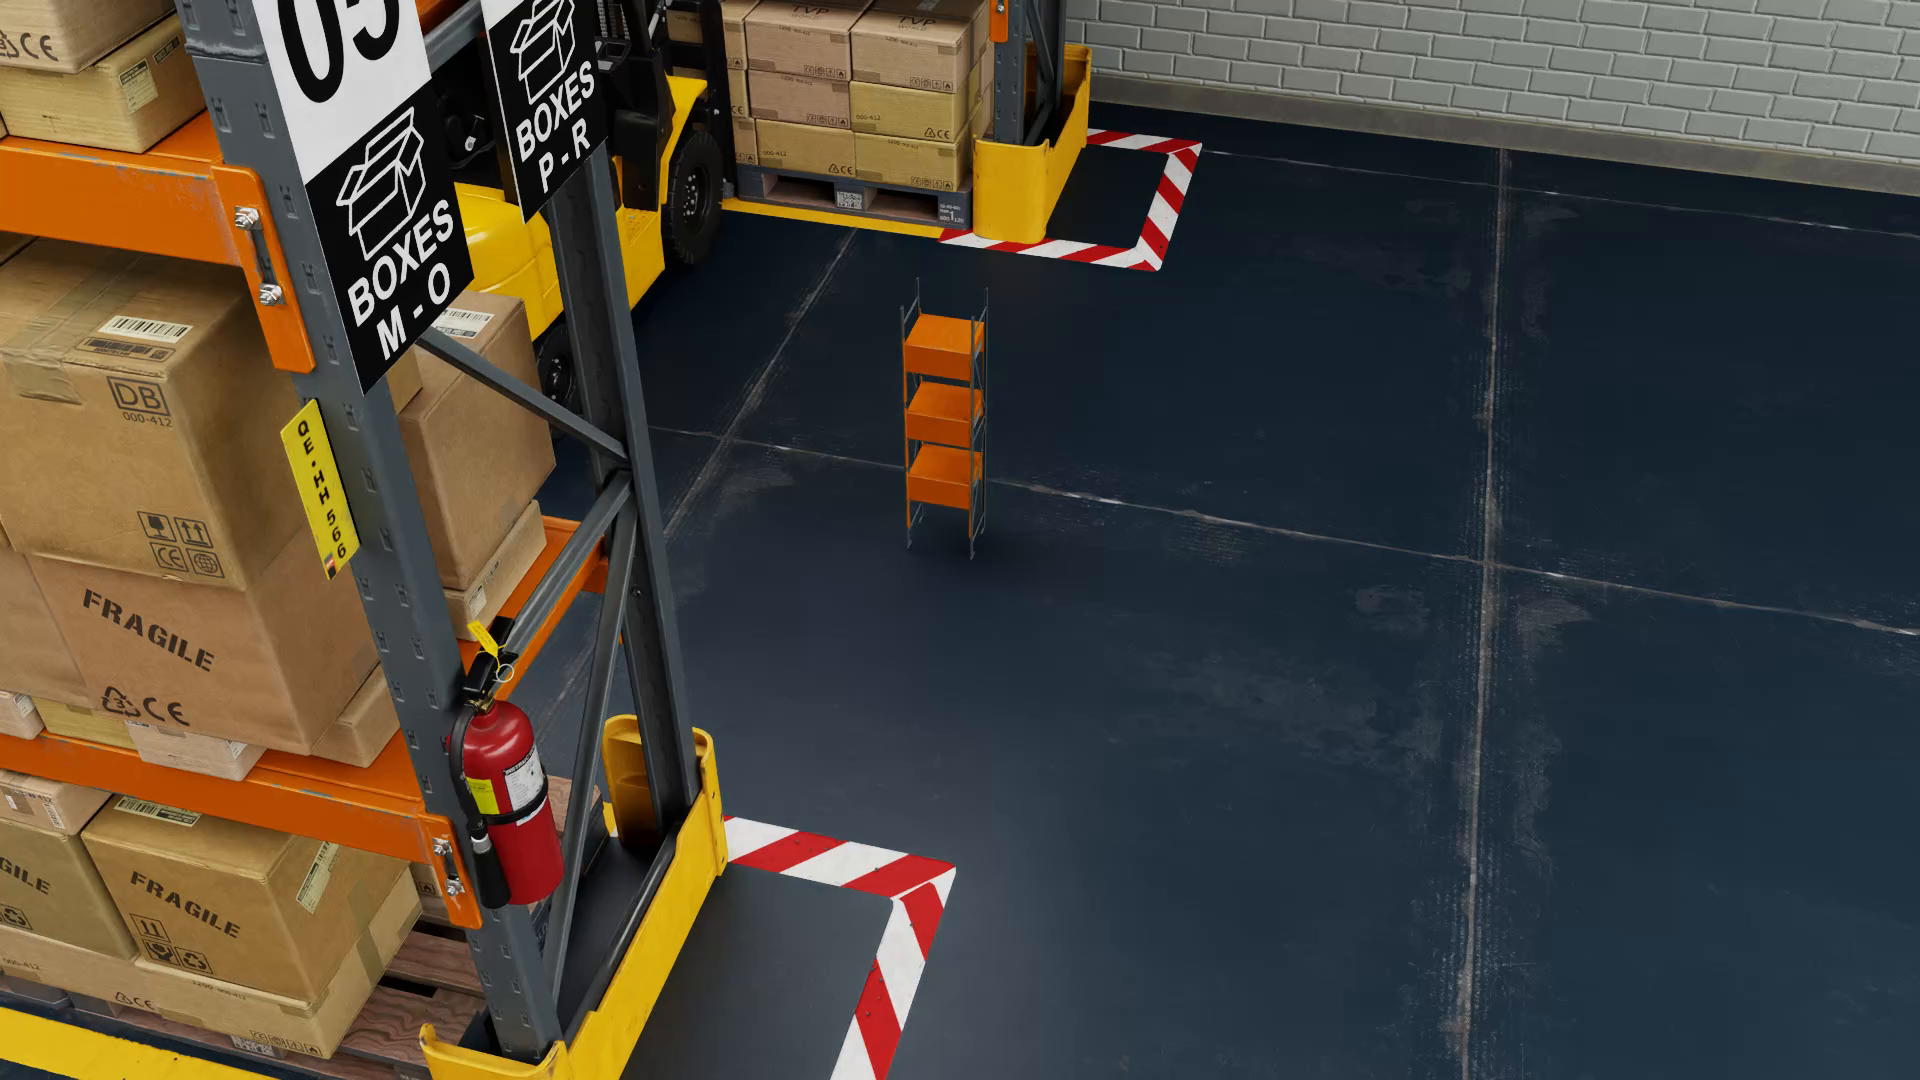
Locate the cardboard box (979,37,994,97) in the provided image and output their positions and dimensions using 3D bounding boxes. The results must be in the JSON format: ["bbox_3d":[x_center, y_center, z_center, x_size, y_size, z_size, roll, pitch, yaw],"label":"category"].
[{"bbox_3d":[-0.060,-2.451,8.259,0.500,0.250,0.500,10,41,12],"label":"cardboard box"}]

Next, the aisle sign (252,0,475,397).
[{"bbox_3d":[-0.954,-0.665,2.688,0.004,0.787,0.394,10,41,11],"label":"aisle sign"}]

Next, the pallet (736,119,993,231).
[{"bbox_3d":[-0.409,-1.978,8.441,1.213,0.211,1.003,10,41,11],"label":"pallet"}]

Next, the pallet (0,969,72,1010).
[{"bbox_3d":[-2.962,0.834,5.093,1.213,0.211,1.003,10,41,11],"label":"pallet"}]

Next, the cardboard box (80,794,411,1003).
[{"bbox_3d":[-1.780,0.774,4.225,0.500,0.500,0.500,10,41,12],"label":"cardboard box"}]

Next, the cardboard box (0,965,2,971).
[{"bbox_3d":[-2.794,0.890,4.669,0.500,0.250,0.500,8,41,10],"label":"cardboard box"}]

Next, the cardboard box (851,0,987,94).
[{"bbox_3d":[-0.185,-2.318,7.712,0.500,0.250,0.500,11,41,13],"label":"cardboard box"}]

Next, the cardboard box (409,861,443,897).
[{"bbox_3d":[-1.646,0.726,4.865,0.500,0.250,0.500,9,41,11],"label":"cardboard box"}]

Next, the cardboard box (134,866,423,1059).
[{"bbox_3d":[-1.812,1.061,4.466,0.500,0.250,0.500,10,41,11],"label":"cardboard box"}]

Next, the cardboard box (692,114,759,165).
[{"bbox_3d":[-1.153,-2.112,8.243,0.500,0.250,0.500,10,41,12],"label":"cardboard box"}]

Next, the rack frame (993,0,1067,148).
[{"bbox_3d":[0.341,-2.945,7.424,0.127,3.000,1.000,10,41,11],"label":"rack frame"}]

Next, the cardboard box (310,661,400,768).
[{"bbox_3d":[-1.355,0.307,3.748,0.250,0.149,0.380,11,41,13],"label":"cardboard box"}]

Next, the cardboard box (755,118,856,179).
[{"bbox_3d":[-0.673,-2.023,8.138,0.500,0.250,0.500,10,41,11],"label":"cardboard box"}]

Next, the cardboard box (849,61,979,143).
[{"bbox_3d":[-0.210,-2.131,7.877,0.500,0.250,0.500,9,41,11],"label":"cardboard box"}]

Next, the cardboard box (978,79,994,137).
[{"bbox_3d":[-0.083,-2.256,8.415,0.500,0.250,0.500,10,41,12],"label":"cardboard box"}]

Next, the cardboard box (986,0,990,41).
[{"bbox_3d":[-0.074,-2.633,8.087,0.500,0.250,0.500,9,41,11],"label":"cardboard box"}]

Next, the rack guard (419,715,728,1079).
[{"bbox_3d":[-1.012,1.084,4.570,0.348,0.500,1.175,10,41,11],"label":"rack guard"}]

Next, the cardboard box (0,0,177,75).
[{"bbox_3d":[-1.502,-0.983,2.641,0.500,0.250,0.500,9,41,11],"label":"cardboard box"}]

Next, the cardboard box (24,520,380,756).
[{"bbox_3d":[-1.534,0.069,3.527,0.500,0.500,0.500,9,41,11],"label":"cardboard box"}]

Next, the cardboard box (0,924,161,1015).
[{"bbox_3d":[-2.287,0.974,4.570,0.500,0.250,0.500,10,41,12],"label":"cardboard box"}]

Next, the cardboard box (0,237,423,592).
[{"bbox_3d":[-1.488,-0.345,3.241,0.500,0.500,0.700,9,41,10],"label":"cardboard box"}]

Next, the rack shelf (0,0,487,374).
[{"bbox_3d":[-2.871,-1.066,3.414,4.000,0.370,1.077,10,41,11],"label":"rack shelf"}]

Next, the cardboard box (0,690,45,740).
[{"bbox_3d":[-2.127,0.254,3.811,0.250,0.149,0.380,10,41,12],"label":"cardboard box"}]

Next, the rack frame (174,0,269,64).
[{"bbox_3d":[-0.939,-2.157,1.822,0.127,3.000,1.000,10,41,11],"label":"rack frame"}]

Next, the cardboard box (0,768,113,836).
[{"bbox_3d":[-2.152,0.506,4.039,0.250,0.149,0.380,11,41,13],"label":"cardboard box"}]

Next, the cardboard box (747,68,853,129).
[{"bbox_3d":[-0.692,-2.221,7.985,0.500,0.250,0.500,9,41,11],"label":"cardboard box"}]

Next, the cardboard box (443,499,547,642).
[{"bbox_3d":[-1.213,0.051,4.052,0.250,0.149,0.380,10,41,12],"label":"cardboard box"}]

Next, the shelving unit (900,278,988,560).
[{"bbox_3d":[-0.052,-0.411,5.923,0.252,1.050,0.215,10,41,11],"label":"shelving unit"}]

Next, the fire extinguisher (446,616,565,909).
[{"bbox_3d":[-0.947,0.475,3.412,0.183,0.674,0.296,10,41,11],"label":"fire extinguisher"}]

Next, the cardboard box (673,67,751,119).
[{"bbox_3d":[-1.196,-2.293,8.071,0.500,0.250,0.500,9,41,10],"label":"cardboard box"}]

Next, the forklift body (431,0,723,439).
[{"bbox_3d":[-1.962,-1.801,6.722,1.214,2.155,2.313,10,41,11],"label":"forklift body"}]

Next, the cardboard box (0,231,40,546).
[{"bbox_3d":[-1.975,-0.433,3.347,0.500,0.500,0.700,10,41,12],"label":"cardboard box"}]

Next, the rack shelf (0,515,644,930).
[{"bbox_3d":[-2.871,0.083,4.378,4.000,0.370,1.077,10,41,11],"label":"rack shelf"}]

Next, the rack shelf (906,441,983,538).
[{"bbox_3d":[-0.052,-0.190,6.108,0.240,0.259,0.215,10,41,11],"label":"rack shelf"}]

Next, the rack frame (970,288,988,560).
[{"bbox_3d":[0.066,-0.391,5.899,0.008,1.050,0.200,10,41,11],"label":"rack frame"}]

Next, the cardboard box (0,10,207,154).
[{"bbox_3d":[-1.356,-0.798,2.731,0.250,0.149,0.380,10,41,12],"label":"cardboard box"}]

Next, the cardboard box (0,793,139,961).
[{"bbox_3d":[-2.285,0.689,4.326,0.500,0.500,0.500,11,41,13],"label":"cardboard box"}]

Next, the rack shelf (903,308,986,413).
[{"bbox_3d":[-0.052,-0.620,5.747,0.240,0.259,0.215,10,41,11],"label":"rack shelf"}]

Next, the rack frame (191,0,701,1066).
[{"bbox_3d":[-0.939,0.140,3.751,0.127,3.000,1.000,10,41,11],"label":"rack frame"}]

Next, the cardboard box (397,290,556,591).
[{"bbox_3d":[-1.324,-0.263,3.922,0.500,0.500,0.500,9,41,11],"label":"cardboard box"}]

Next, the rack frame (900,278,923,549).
[{"bbox_3d":[-0.170,-0.431,5.947,0.008,1.050,0.200,10,41,11],"label":"rack frame"}]

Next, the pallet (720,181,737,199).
[{"bbox_3d":[-1.583,-2.182,8.684,1.213,0.211,1.003,10,41,11],"label":"pallet"}]

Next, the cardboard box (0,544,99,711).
[{"bbox_3d":[-2.017,-0.018,3.629,0.500,0.500,0.500,10,41,12],"label":"cardboard box"}]

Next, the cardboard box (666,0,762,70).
[{"bbox_3d":[-1.169,-2.477,7.901,0.500,0.250,0.500,10,41,12],"label":"cardboard box"}]

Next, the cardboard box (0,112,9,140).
[{"bbox_3d":[-1.604,-0.819,2.756,0.250,0.149,0.380,10,41,12],"label":"cardboard box"}]

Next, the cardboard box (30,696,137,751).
[{"bbox_3d":[-1.871,0.278,3.782,0.250,0.149,0.380,9,41,11],"label":"cardboard box"}]

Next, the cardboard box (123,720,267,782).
[{"bbox_3d":[-1.628,0.334,3.716,0.250,0.149,0.380,9,41,11],"label":"cardboard box"}]

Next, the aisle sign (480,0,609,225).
[{"bbox_3d":[-0.799,-1.038,3.132,0.004,0.787,0.394,10,41,11],"label":"aisle sign"}]

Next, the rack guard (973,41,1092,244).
[{"bbox_3d":[0.364,-1.983,8.223,0.348,0.500,1.175,10,41,11],"label":"rack guard"}]

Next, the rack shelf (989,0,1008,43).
[{"bbox_3d":[-1.591,-3.002,8.051,4.000,0.370,1.077,10,41,11],"label":"rack shelf"}]

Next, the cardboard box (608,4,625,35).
[{"bbox_3d":[-1.657,-2.566,8.007,0.500,0.250,0.500,9,41,11],"label":"cardboard box"}]

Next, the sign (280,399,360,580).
[{"bbox_3d":[-1.101,-0.083,2.871,0.005,0.325,0.100,10,41,11],"label":"sign"}]

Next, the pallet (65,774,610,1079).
[{"bbox_3d":[-1.788,1.038,4.850,1.213,0.211,1.003,10,41,11],"label":"pallet"}]

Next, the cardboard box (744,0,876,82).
[{"bbox_3d":[-0.679,-2.399,7.809,0.500,0.250,0.500,10,41,12],"label":"cardboard box"}]

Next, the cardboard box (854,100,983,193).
[{"bbox_3d":[-0.195,-1.934,8.032,0.500,0.250,0.500,10,41,12],"label":"cardboard box"}]

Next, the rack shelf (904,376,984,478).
[{"bbox_3d":[-0.052,-0.403,5.930,0.240,0.259,0.215,10,41,11],"label":"rack shelf"}]
